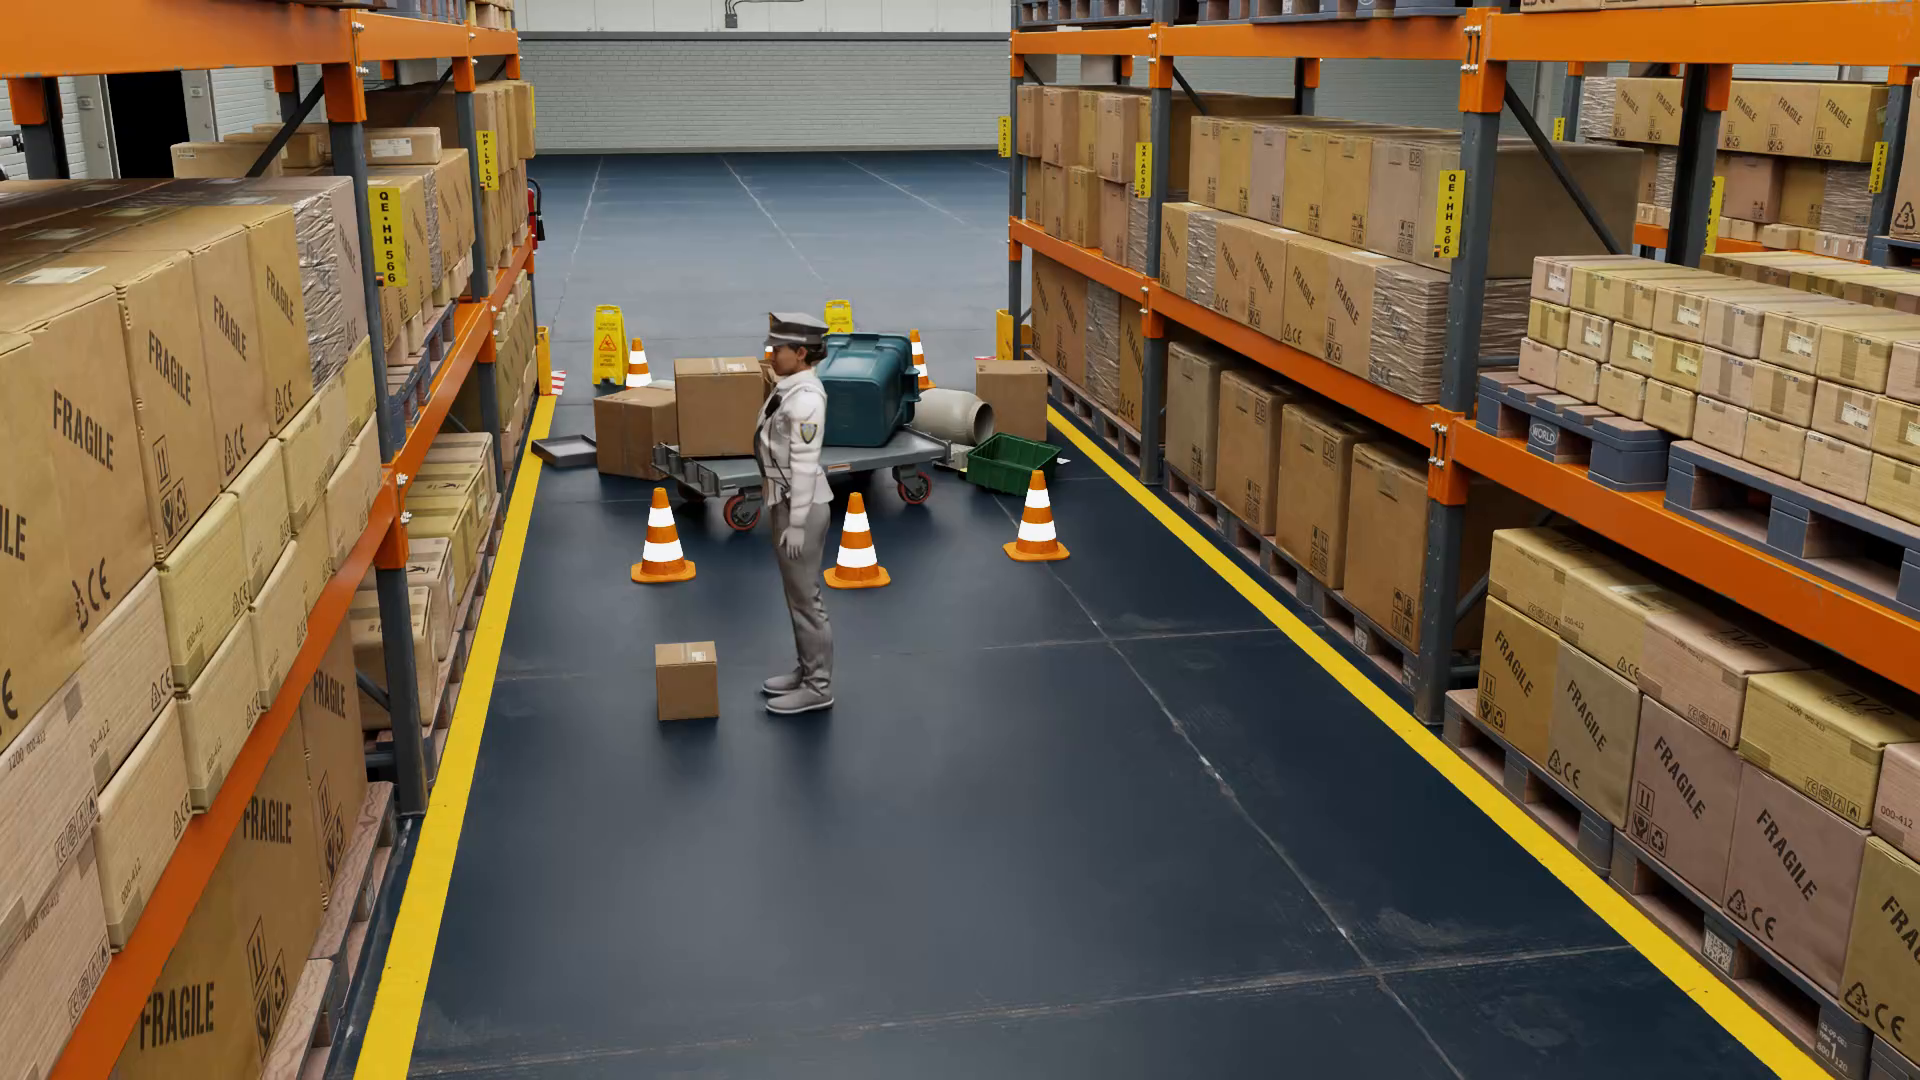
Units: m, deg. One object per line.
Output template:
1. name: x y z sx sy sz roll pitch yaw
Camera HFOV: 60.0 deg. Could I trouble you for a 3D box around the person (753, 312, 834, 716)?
1. person: -0.687 -0.111 6.888 0.327 1.680 0.469 -3 17 -9
